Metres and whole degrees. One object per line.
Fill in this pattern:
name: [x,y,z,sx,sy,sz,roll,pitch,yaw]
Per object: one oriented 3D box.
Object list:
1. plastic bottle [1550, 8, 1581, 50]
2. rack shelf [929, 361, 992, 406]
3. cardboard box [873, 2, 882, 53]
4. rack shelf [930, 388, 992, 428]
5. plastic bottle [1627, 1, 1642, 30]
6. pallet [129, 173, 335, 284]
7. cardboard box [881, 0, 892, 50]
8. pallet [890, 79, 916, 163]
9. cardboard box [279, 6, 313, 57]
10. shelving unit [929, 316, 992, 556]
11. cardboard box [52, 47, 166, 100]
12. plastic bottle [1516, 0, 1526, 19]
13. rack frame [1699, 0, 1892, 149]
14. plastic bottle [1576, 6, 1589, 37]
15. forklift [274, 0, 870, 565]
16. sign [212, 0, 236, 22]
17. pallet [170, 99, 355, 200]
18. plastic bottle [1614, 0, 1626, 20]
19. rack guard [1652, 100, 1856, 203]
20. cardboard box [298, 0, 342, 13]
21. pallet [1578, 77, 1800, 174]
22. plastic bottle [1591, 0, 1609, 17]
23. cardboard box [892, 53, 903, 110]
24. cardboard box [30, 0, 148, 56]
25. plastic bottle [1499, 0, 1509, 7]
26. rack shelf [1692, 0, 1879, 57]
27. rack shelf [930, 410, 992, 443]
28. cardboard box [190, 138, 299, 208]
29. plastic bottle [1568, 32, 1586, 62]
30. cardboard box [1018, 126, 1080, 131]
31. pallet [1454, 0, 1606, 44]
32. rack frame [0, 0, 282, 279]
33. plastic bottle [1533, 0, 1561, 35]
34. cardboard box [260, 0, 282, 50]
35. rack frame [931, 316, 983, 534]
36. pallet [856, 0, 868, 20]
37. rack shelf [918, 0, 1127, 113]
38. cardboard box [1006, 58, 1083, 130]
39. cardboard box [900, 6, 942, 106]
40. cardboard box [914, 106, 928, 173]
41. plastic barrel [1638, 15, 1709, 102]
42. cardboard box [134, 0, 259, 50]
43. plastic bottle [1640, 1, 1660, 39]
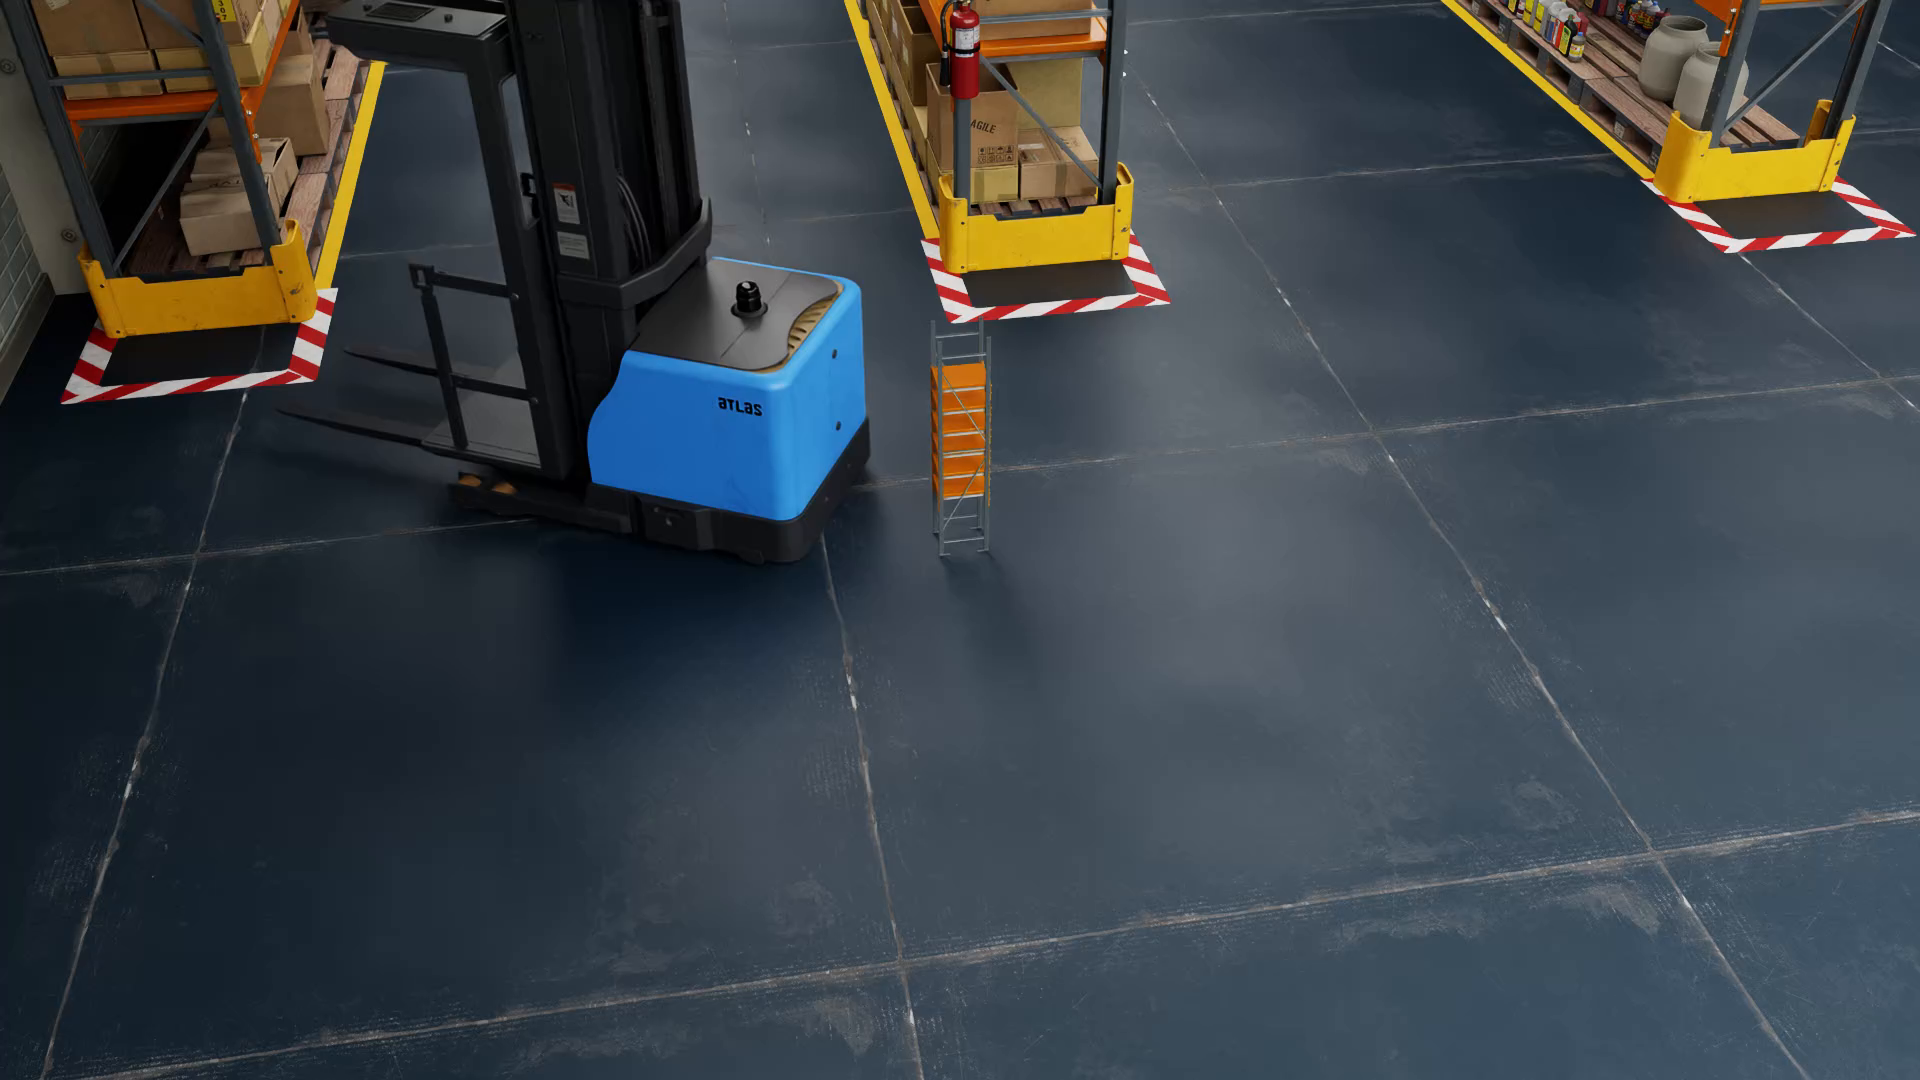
plastic bottle: [4.568,-3.852,12.524,0.152,0.276,0.135,-6,38,-8]
rack shelf: [0.003,-0.714,7.577,0.258,0.103,0.180,-6,38,-8]
cardboard box: [-0.374,-3.886,12.606,0.500,0.250,0.500,-6,38,-8]
rack shelf: [0.003,-0.620,7.651,0.258,0.103,0.180,-6,38,-8]
plastic bottle: [5.233,-4.061,12.854,0.097,0.201,0.097,0,38,0]
pallet: [-4.535,-1.910,10.436,1.003,0.211,1.213,-6,38,-8]
cardboard box: [-0.291,-3.880,11.987,0.500,0.500,0.500,-6,38,-8]
pallet: [0.076,-3.097,11.964,1.003,0.211,1.213,-6,38,-8]
cardboard box: [-4.894,-3.451,11.825,0.500,0.500,0.500,-9,39,-11]
shelving unit: [0.003,-0.465,7.771,0.258,1.200,0.189,-6,38,-8]
cardboard box: [-4.687,-2.681,9.262,0.500,0.250,0.500,-6,38,-7]
plastic bottle: [4.430,-4.201,13.035,0.097,0.201,0.097,0,38,0]
rack frame: [5.339,-3.536,10.257,1.000,3.000,0.127,-6,38,-8]
plastic bottle: [4.673,-3.866,12.537,0.061,0.283,0.133,-6,38,-8]
forklift: [-2.038,-1.572,7.784,3.031,2.935,1.130,11,39,14]
sign: [-3.880,-2.871,8.695,0.100,0.325,0.005,-6,38,-8]
pallet: [-4.746,-2.645,11.383,1.003,0.211,1.213,-6,38,-8]
plastic bottle: [5.197,-4.185,13.014,0.097,0.201,0.097,0,38,0]
rack guard: [5.279,-2.590,11.076,1.175,0.500,0.348,-6,38,-8]
cardboard box: [-5.261,-4.516,13.197,0.700,0.500,0.500,-5,38,-6]
pallet: [5.142,-2.967,11.797,1.003,0.211,1.213,-6,38,-8]
plastic bottle: [5.045,-4.274,13.062,0.061,0.283,0.133,-6,38,-8]
cardboard box: [-0.198,-3.282,11.829,0.500,0.250,0.500,-6,38,-8]
cardboard box: [-4.706,-2.977,9.032,0.500,0.500,0.500,-7,38,-8]
plastic bottle: [4.404,-4.434,13.212,0.144,0.351,0.185,-8,39,-10]
rack shelf: [4.988,-4.460,12.032,1.077,0.370,4.000,-6,38,-8]
rack shelf: [0.003,-0.525,7.724,0.258,0.103,0.180,-6,38,-8]
cardboard box: [-4.547,-2.354,10.569,0.500,0.311,0.500,-3,38,-4]
plastic bottle: [4.586,-3.667,12.347,0.097,0.201,0.097,0,38,0]
cardboard box: [0.496,-2.735,11.124,0.500,0.250,0.500,-6,38,-8]
pallet: [4.715,-4.441,13.694,1.003,0.211,1.213,-6,38,-8]
rack frame: [-4.415,-2.471,8.885,1.000,3.000,0.127,-6,38,-8]
plastic bottle: [4.511,-4.065,12.737,0.144,0.351,0.185,-5,38,-6]
cardboard box: [-4.293,-3.060,9.750,0.500,0.250,0.500,-7,38,-9]
rack frame: [-0.013,-0.520,7.842,0.240,1.200,0.006,-6,38,-8]
pallet: [-0.407,-4.761,14.106,1.003,0.211,1.213,-6,38,-8]
rack shelf: [0.111,-3.930,11.349,1.077,0.370,4.000,-6,38,-8]
cardboard box: [0.497,-3.031,10.895,0.500,0.500,0.500,-6,38,-8]
cardboard box: [-0.115,-3.276,11.210,0.500,0.500,0.500,-6,38,-8]
cardboard box: [-0.023,-2.678,11.052,0.500,0.250,0.500,-6,38,-8]
plastic barrel: [5.061,-3.412,11.782,0.421,0.512,0.421,0,38,0]
cardboard box: [-4.202,-3.036,9.108,0.500,0.500,0.500,-6,38,-8]
plastic bottle: [5.268,-3.968,12.678,0.097,0.271,0.097,0,38,0]
